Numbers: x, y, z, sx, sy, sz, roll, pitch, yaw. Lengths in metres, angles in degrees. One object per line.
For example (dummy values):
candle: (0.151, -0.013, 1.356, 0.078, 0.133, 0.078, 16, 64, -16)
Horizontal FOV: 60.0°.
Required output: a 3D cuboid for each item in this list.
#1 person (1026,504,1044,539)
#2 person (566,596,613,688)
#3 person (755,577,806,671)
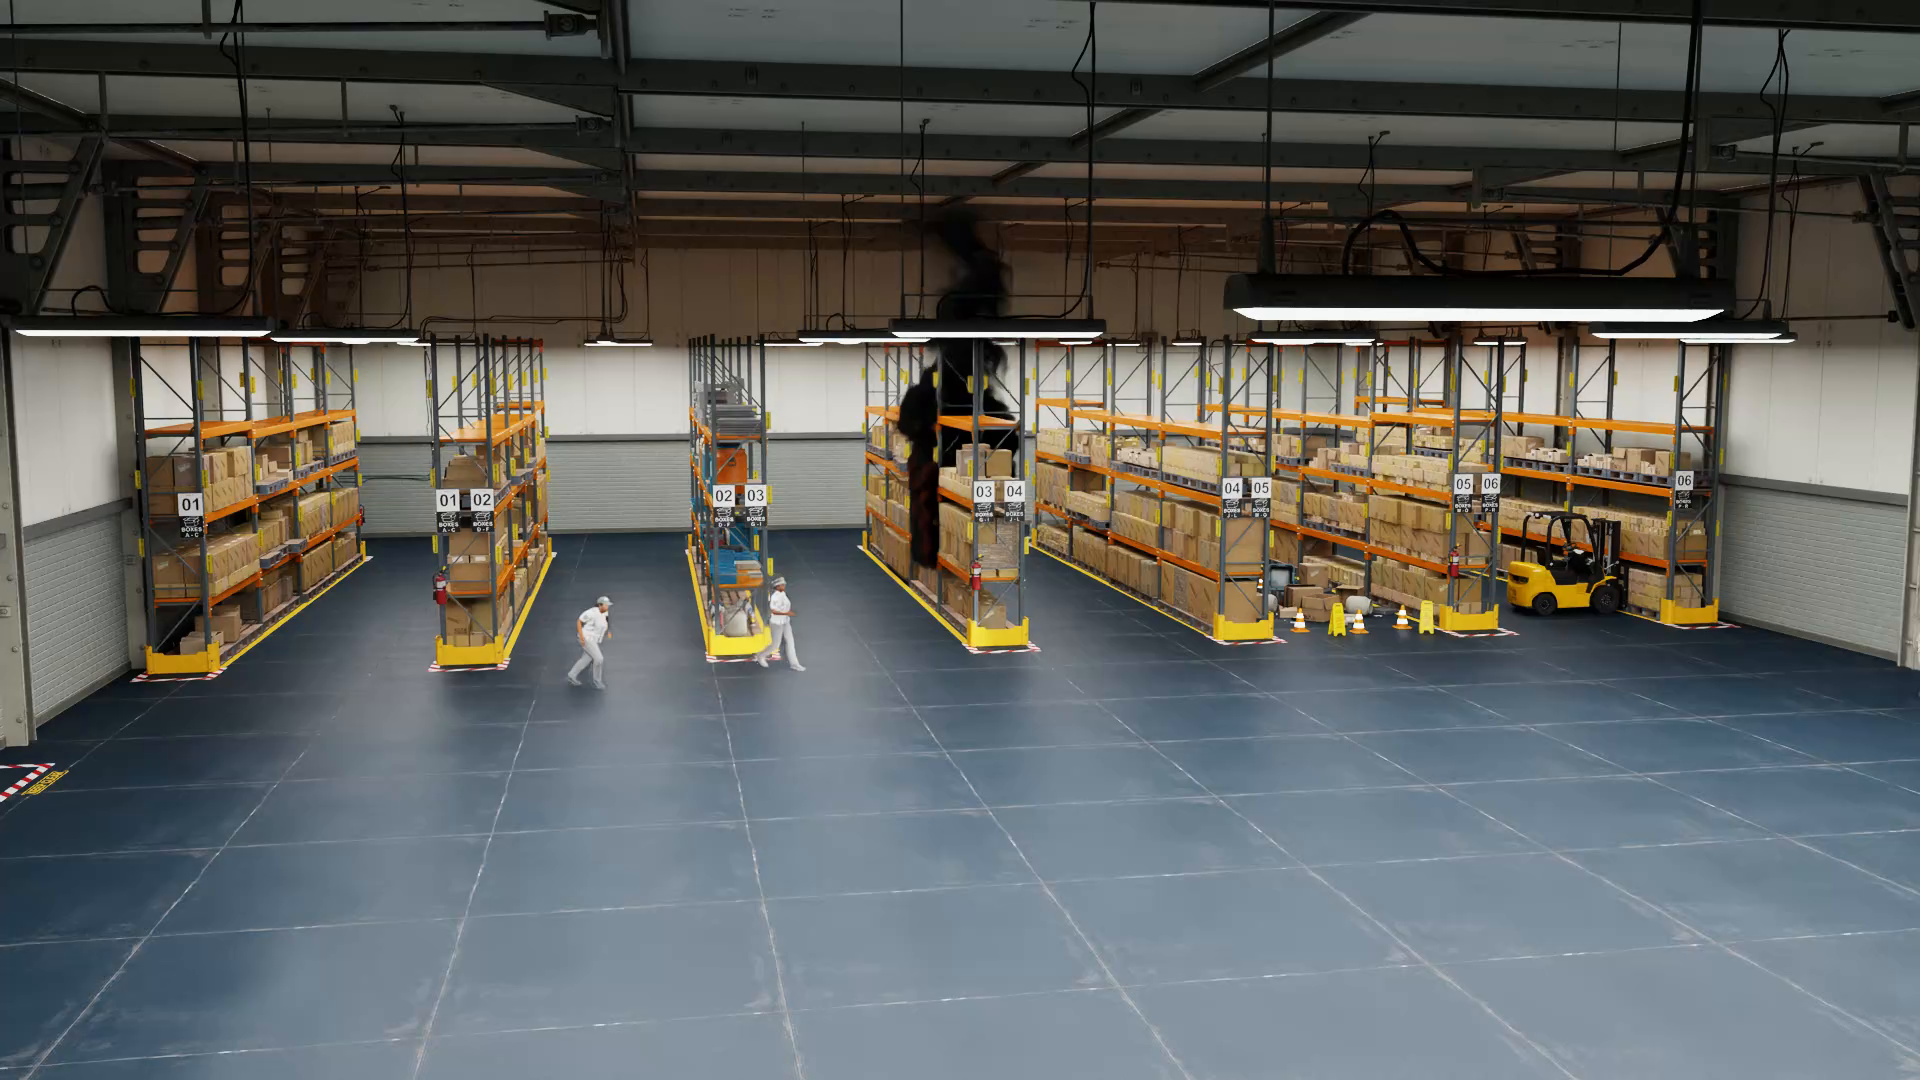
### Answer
person: (2.397, -0.803, 49.965, 0.809, 1.599, 0.724, 0, 7, -3)
person: (-6.295, 1.743, 28.280, 0.926, 1.616, 0.610, 3, 7, 22)
person: (-3.205, 1.481, 29.530, 0.947, 1.684, 0.594, 2, 7, 19)
